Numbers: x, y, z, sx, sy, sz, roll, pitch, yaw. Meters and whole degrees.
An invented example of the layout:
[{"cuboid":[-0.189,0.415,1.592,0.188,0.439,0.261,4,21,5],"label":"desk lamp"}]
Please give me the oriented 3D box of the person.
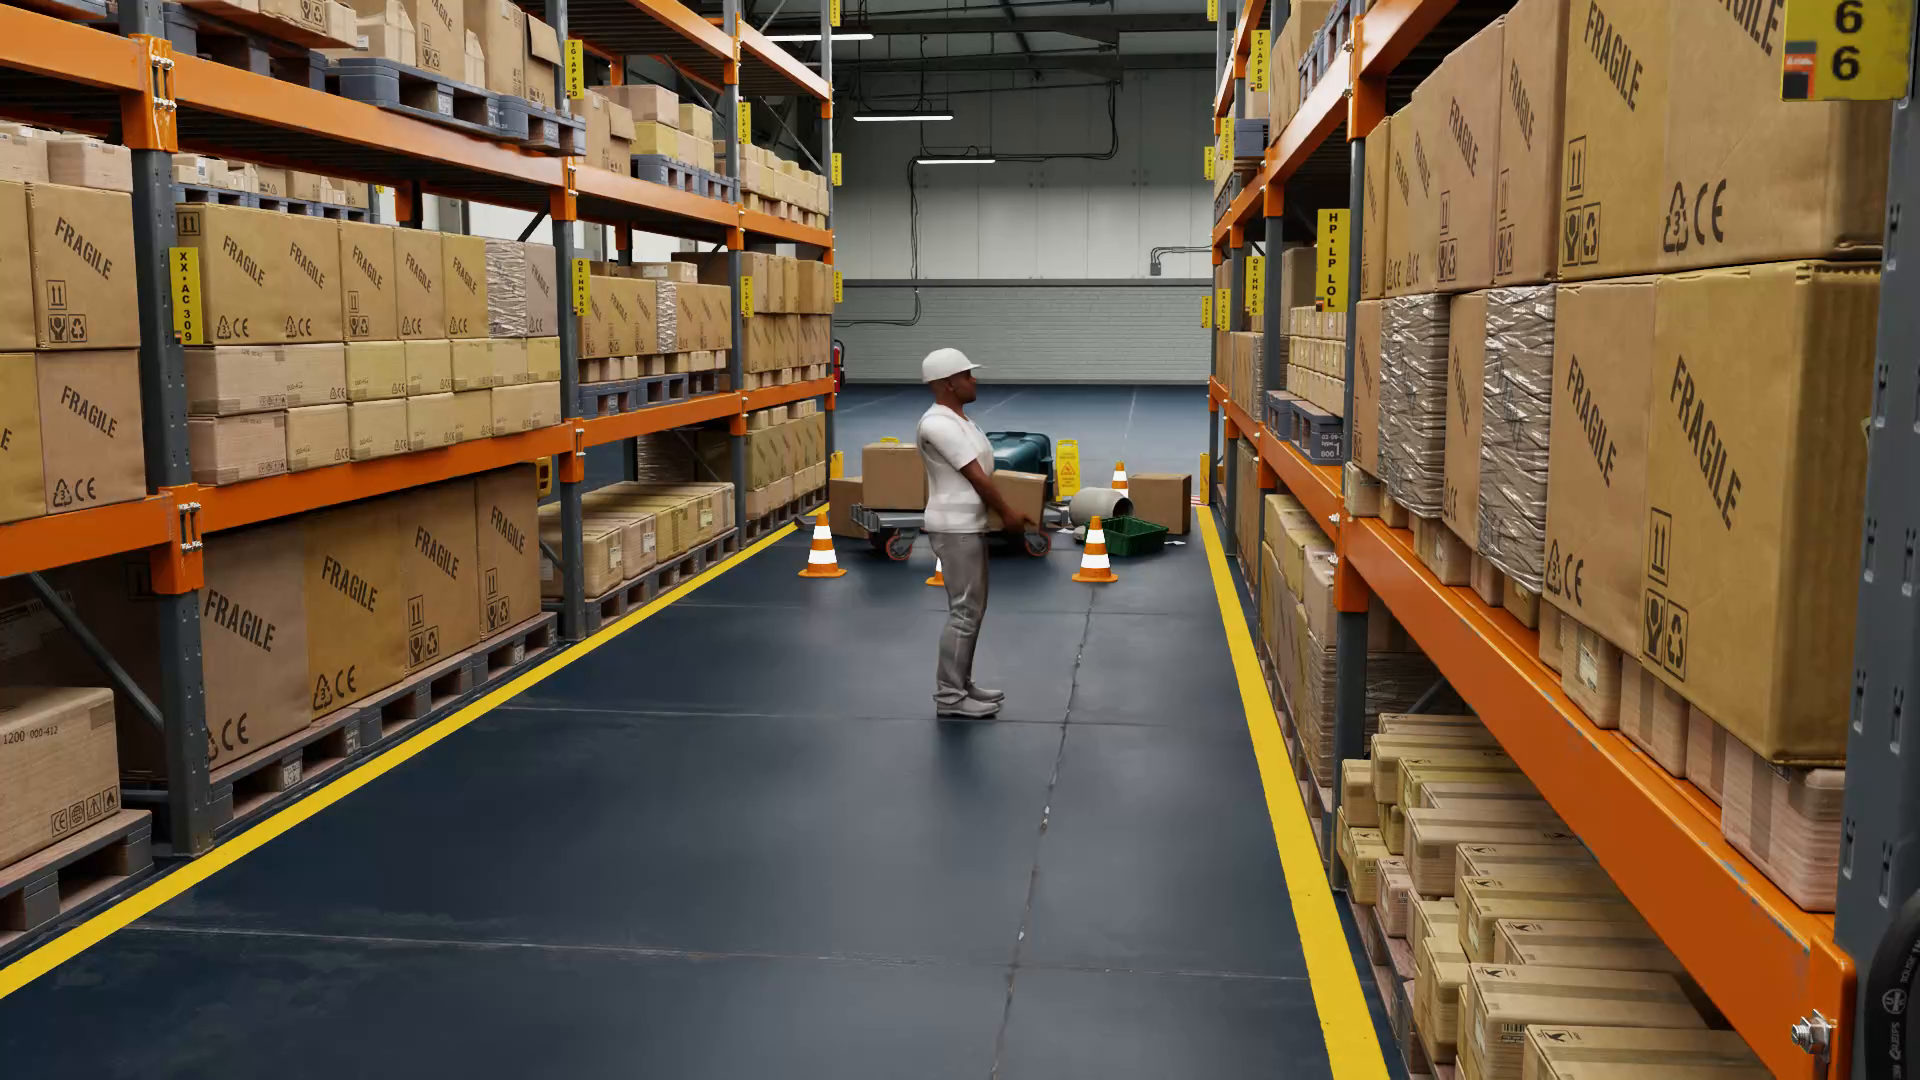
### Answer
[{"cuboid":[0.116,-0.041,8.013,0.575,1.767,0.510,1,8,8],"label":"person"}]
